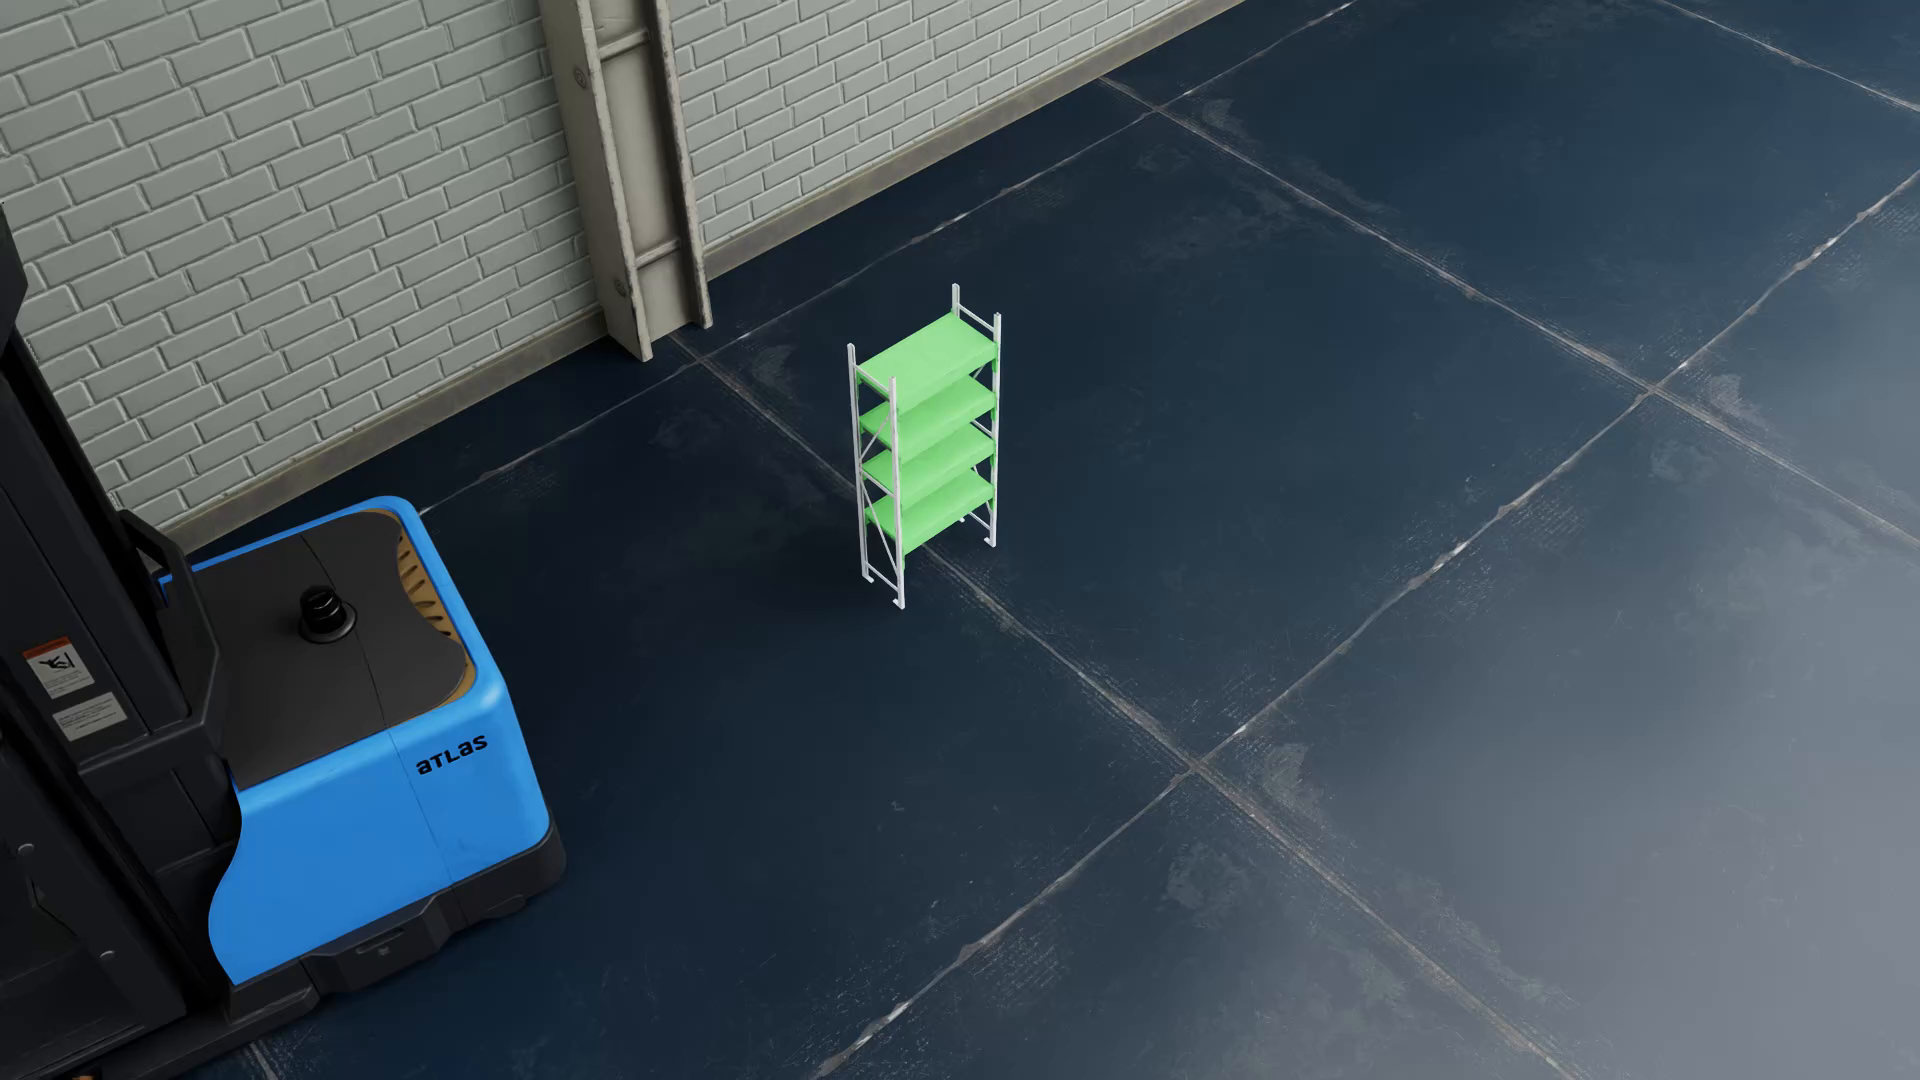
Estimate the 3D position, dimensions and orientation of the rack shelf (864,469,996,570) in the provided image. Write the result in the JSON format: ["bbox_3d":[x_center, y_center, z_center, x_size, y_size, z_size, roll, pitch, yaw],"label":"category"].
[{"bbox_3d":[-0.122,-0.119,6.457,0.480,0.148,0.258,-34,56,-27],"label":"rack shelf"}]

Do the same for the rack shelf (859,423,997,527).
[{"bbox_3d":[-0.122,-0.282,6.280,0.480,0.148,0.258,-34,56,-27],"label":"rack shelf"}]

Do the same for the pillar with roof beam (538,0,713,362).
[{"bbox_3d":[1.512,-1.691,2.188,0.400,9.000,9.100,-34,56,-27],"label":"pillar with roof beam"}]

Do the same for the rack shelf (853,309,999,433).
[{"bbox_3d":[-0.122,-0.607,5.928,0.480,0.148,0.258,-34,56,-27],"label":"rack shelf"}]

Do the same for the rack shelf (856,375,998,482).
[{"bbox_3d":[-0.122,-0.444,6.104,0.480,0.148,0.258,-34,56,-27],"label":"rack shelf"}]

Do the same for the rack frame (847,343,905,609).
[{"bbox_3d":[-0.303,-0.204,6.122,0.015,1.200,0.240,-34,56,-27],"label":"rack frame"}]

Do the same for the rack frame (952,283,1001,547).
[{"bbox_3d":[0.058,-0.446,6.345,0.015,1.200,0.240,-34,56,-27],"label":"rack frame"}]

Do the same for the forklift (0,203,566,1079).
[{"bbox_3d":[-2.864,0.426,4.362,3.031,2.935,1.130,-24,52,-20],"label":"forklift"}]

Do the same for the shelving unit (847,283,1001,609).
[{"bbox_3d":[-0.122,-0.325,6.233,0.503,1.200,0.258,-34,56,-27],"label":"shelving unit"}]
